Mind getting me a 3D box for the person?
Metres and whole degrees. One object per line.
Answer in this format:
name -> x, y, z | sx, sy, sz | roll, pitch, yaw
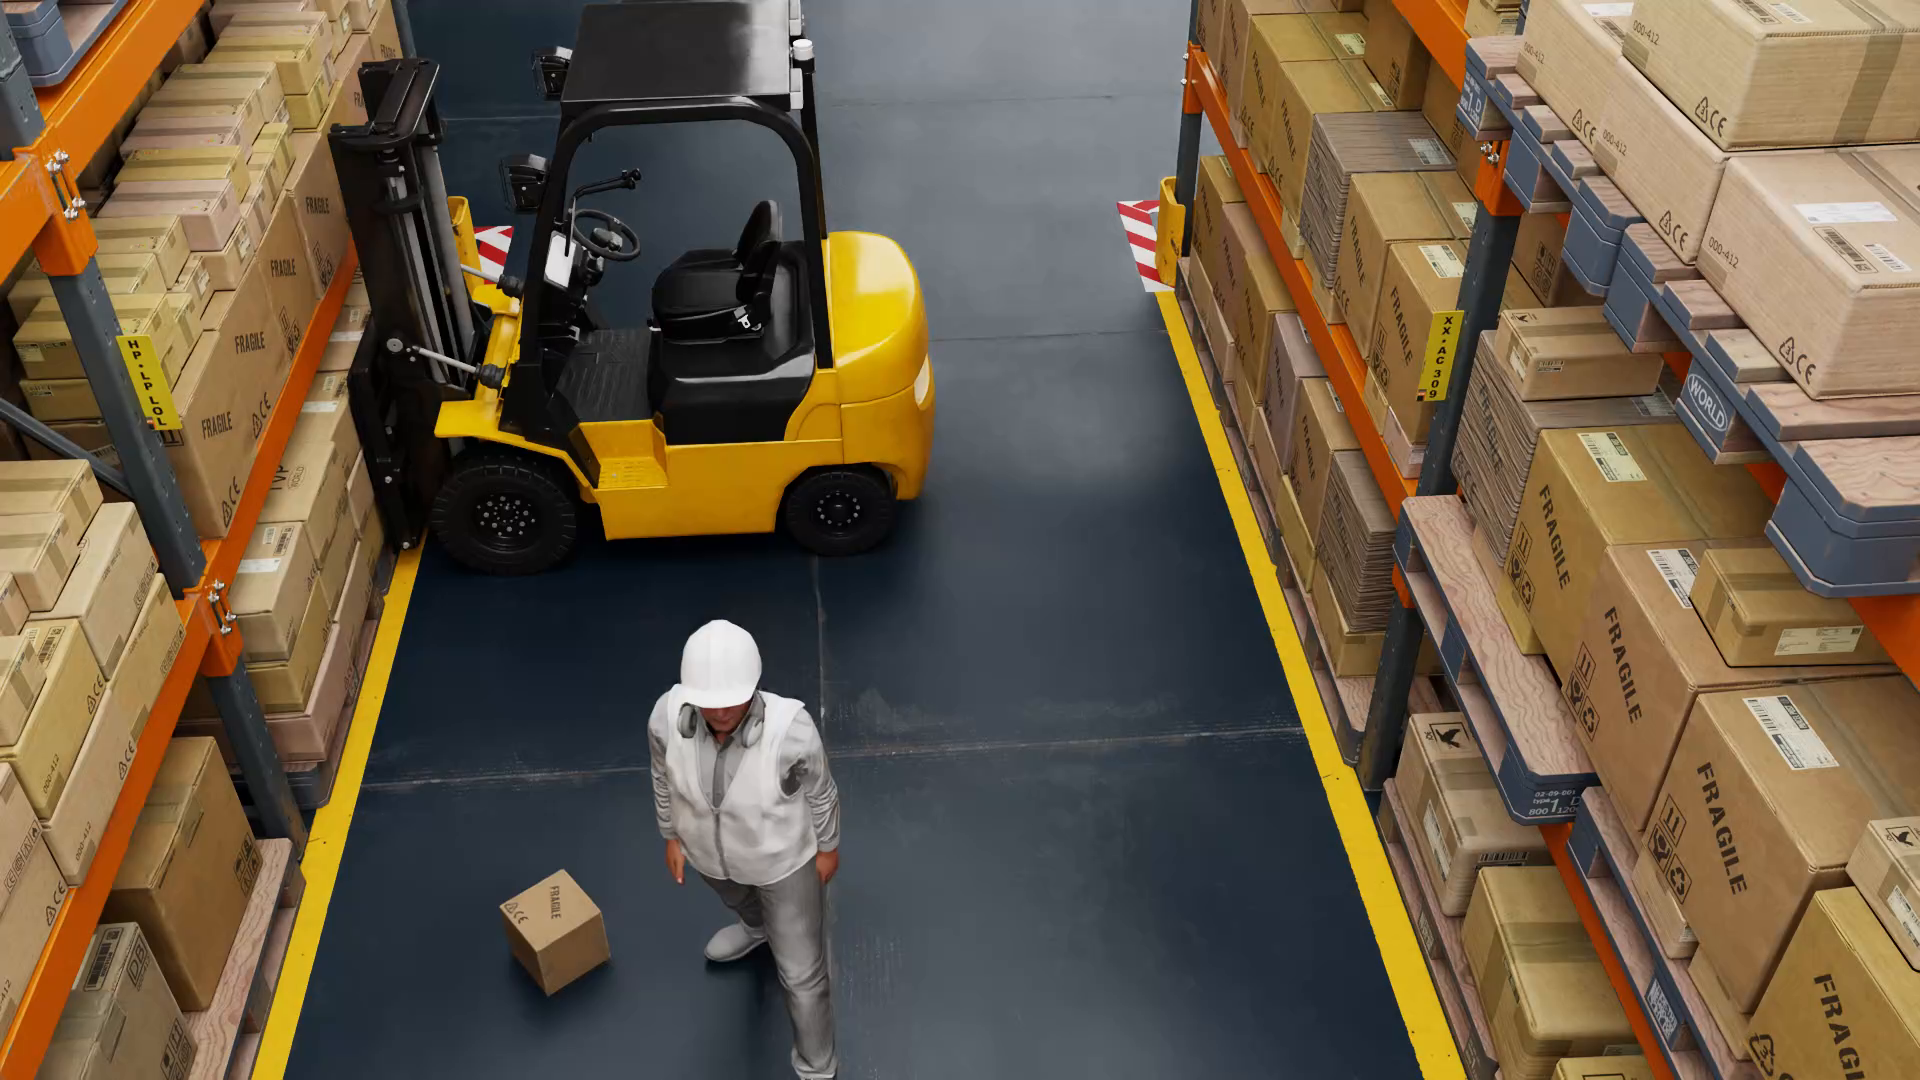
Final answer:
person -> -0.610, 0.937, 4.955 | 0.679, 1.736, 0.841 | 10, 40, 12
